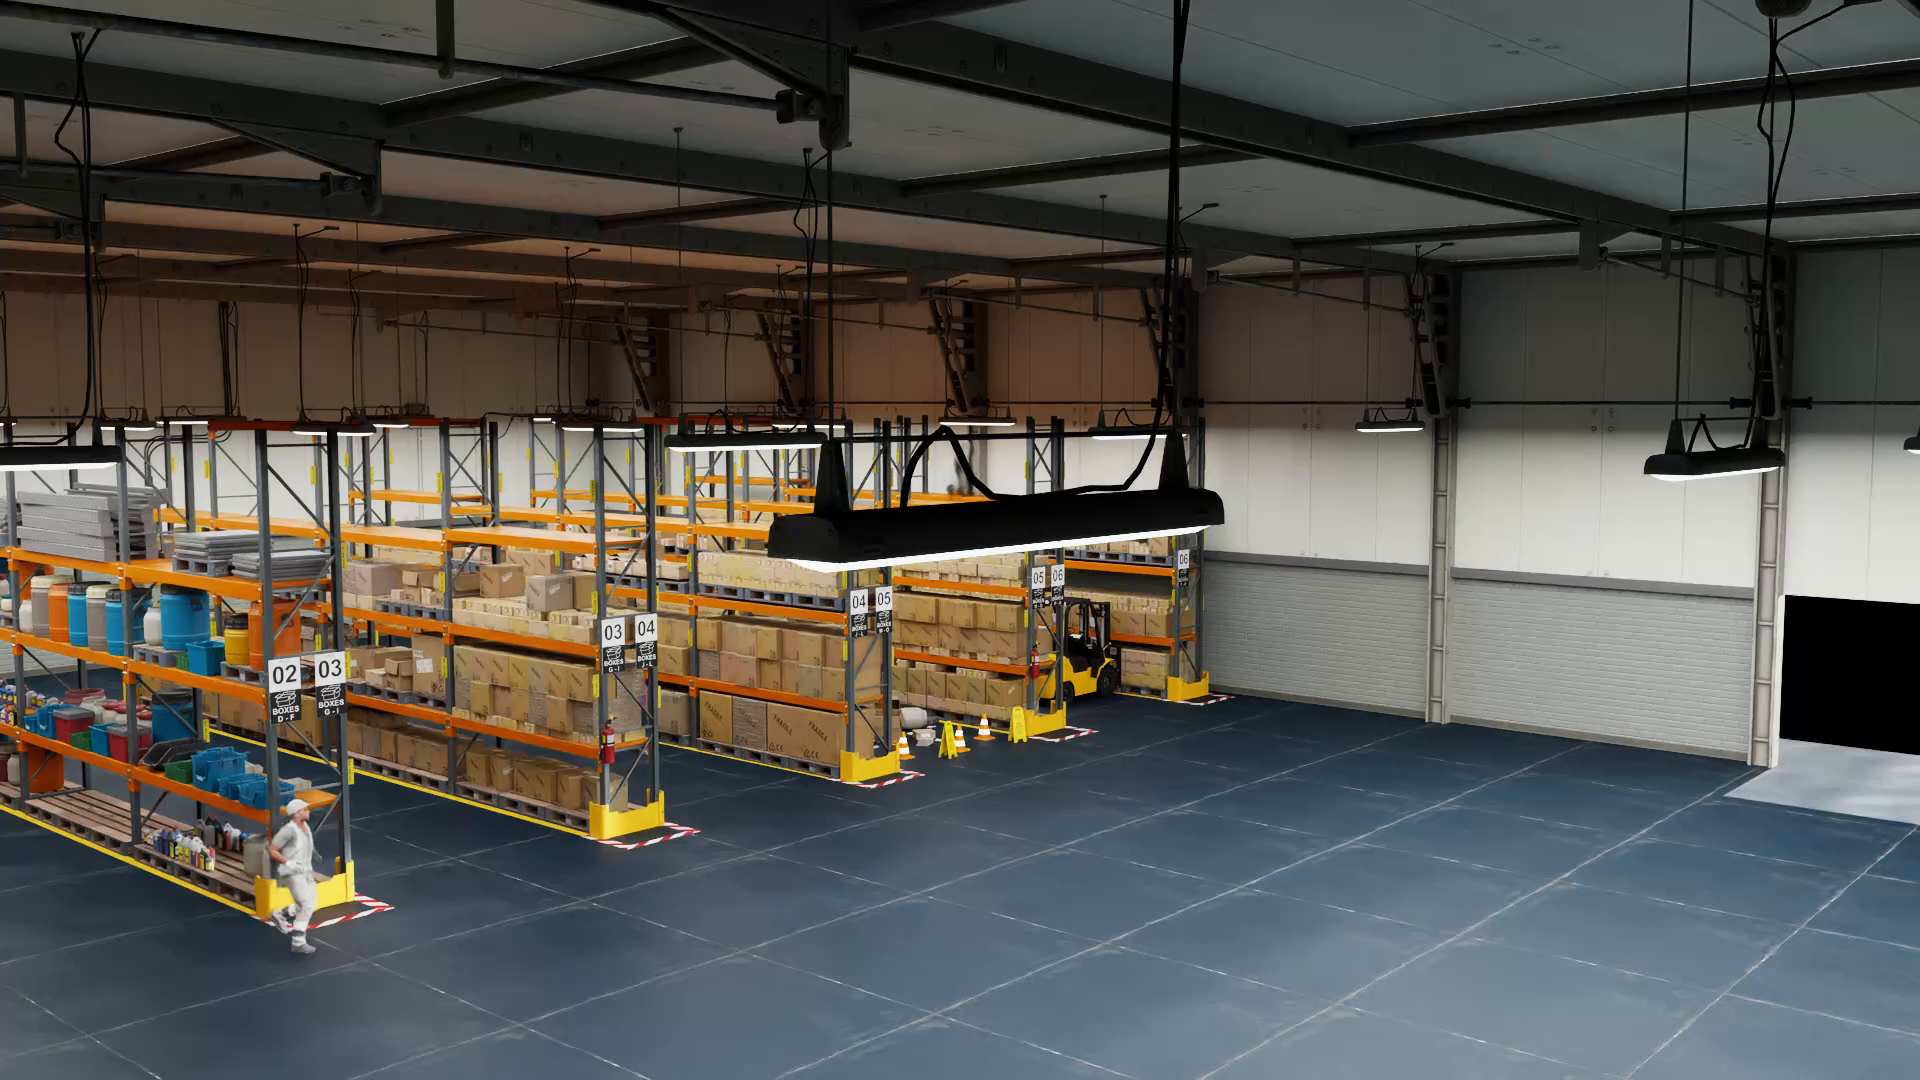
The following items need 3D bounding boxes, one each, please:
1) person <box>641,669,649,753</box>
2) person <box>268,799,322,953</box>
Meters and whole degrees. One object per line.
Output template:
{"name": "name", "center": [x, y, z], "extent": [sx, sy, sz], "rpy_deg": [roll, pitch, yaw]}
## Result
{"name": "person", "center": [-5.809, 3.028, 29.907], "extent": [0.851, 1.586, 0.537], "rpy_deg": [3, 6, 33]}
{"name": "person", "center": [-7.750, 3.878, 19.387], "extent": [0.710, 1.718, 0.685], "rpy_deg": [1, 5, 7]}
